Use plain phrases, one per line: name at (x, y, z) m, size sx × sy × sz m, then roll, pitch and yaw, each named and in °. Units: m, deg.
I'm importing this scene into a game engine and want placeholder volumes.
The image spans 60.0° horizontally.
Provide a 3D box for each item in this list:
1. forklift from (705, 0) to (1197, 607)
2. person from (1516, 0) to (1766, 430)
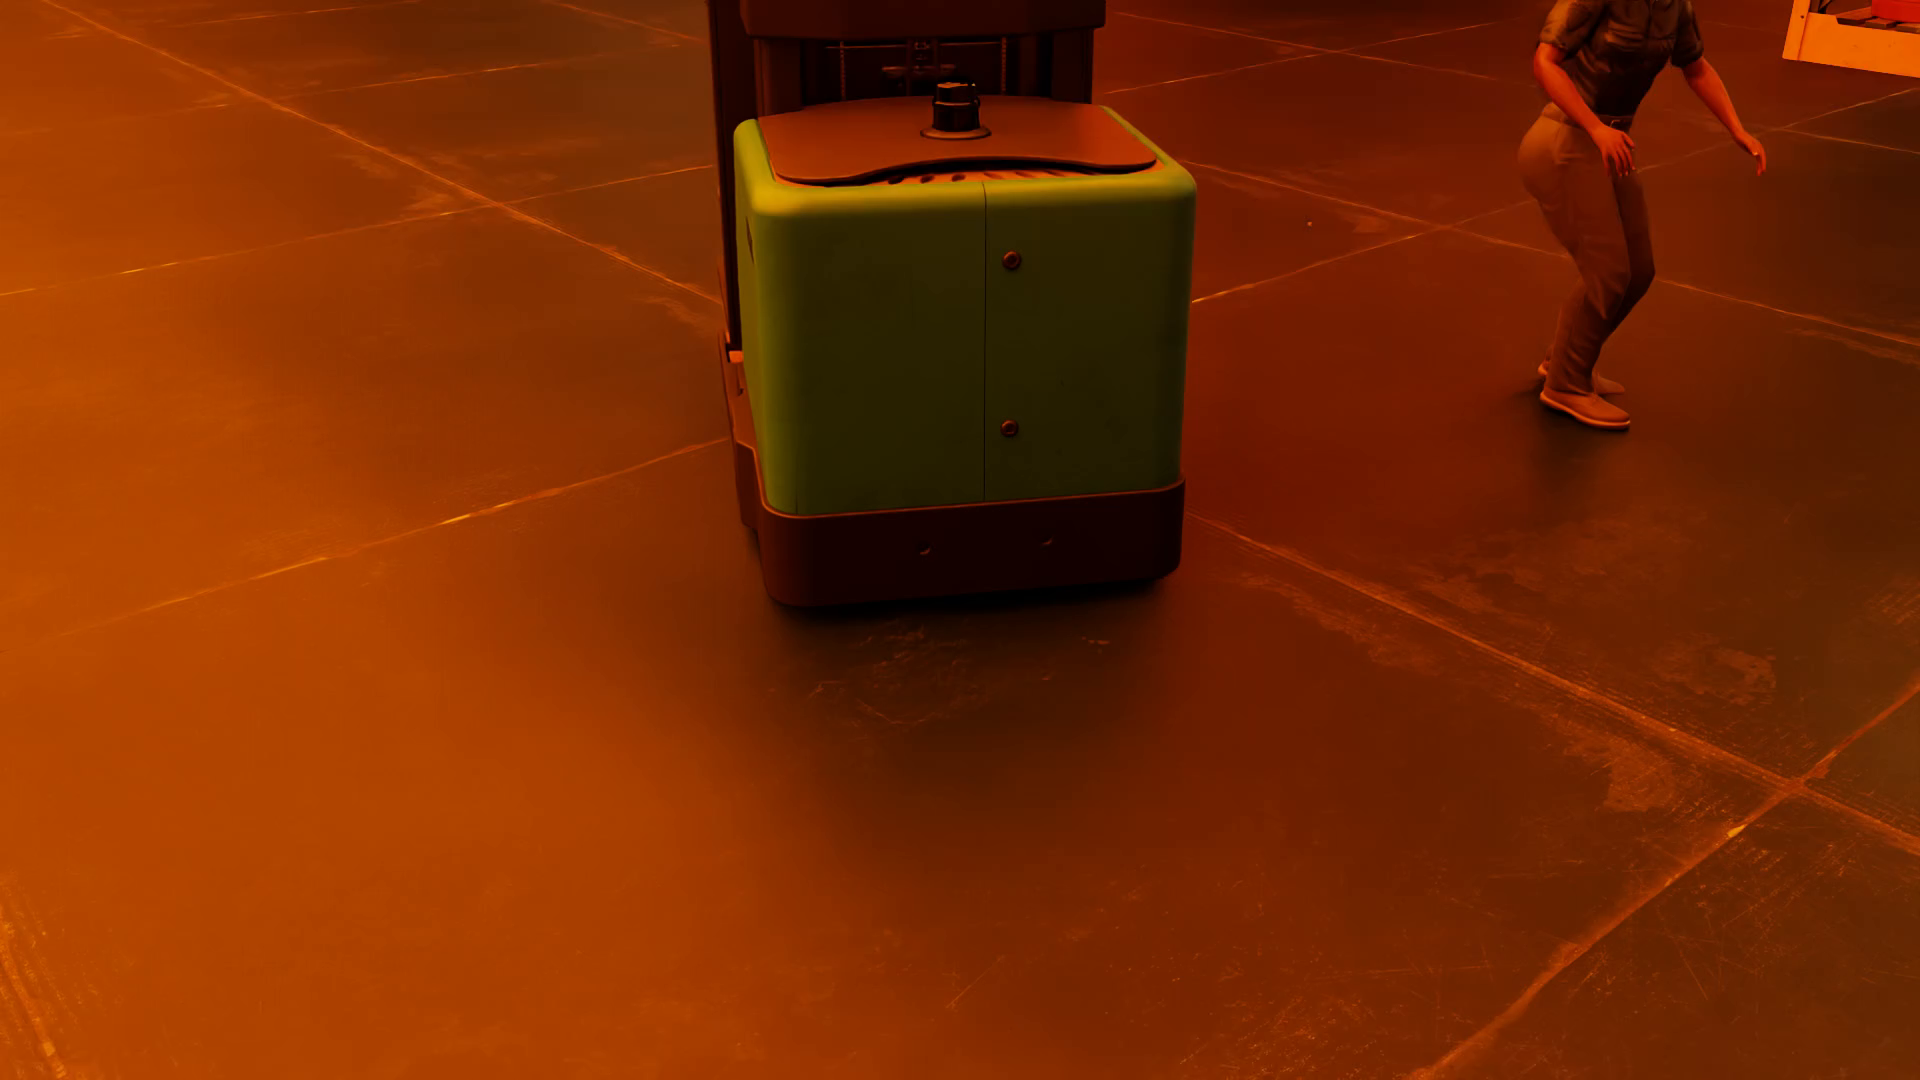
forklift at (-0.205, -1.782, 4.795) m, size 1.130 × 2.935 × 3.031 m, roll -5°, pitch 27°, yaw -9°
person at (2.025, -1.122, 5.022) m, size 0.692 × 1.615 × 0.587 m, roll -19°, pitch 32°, yaw -34°
